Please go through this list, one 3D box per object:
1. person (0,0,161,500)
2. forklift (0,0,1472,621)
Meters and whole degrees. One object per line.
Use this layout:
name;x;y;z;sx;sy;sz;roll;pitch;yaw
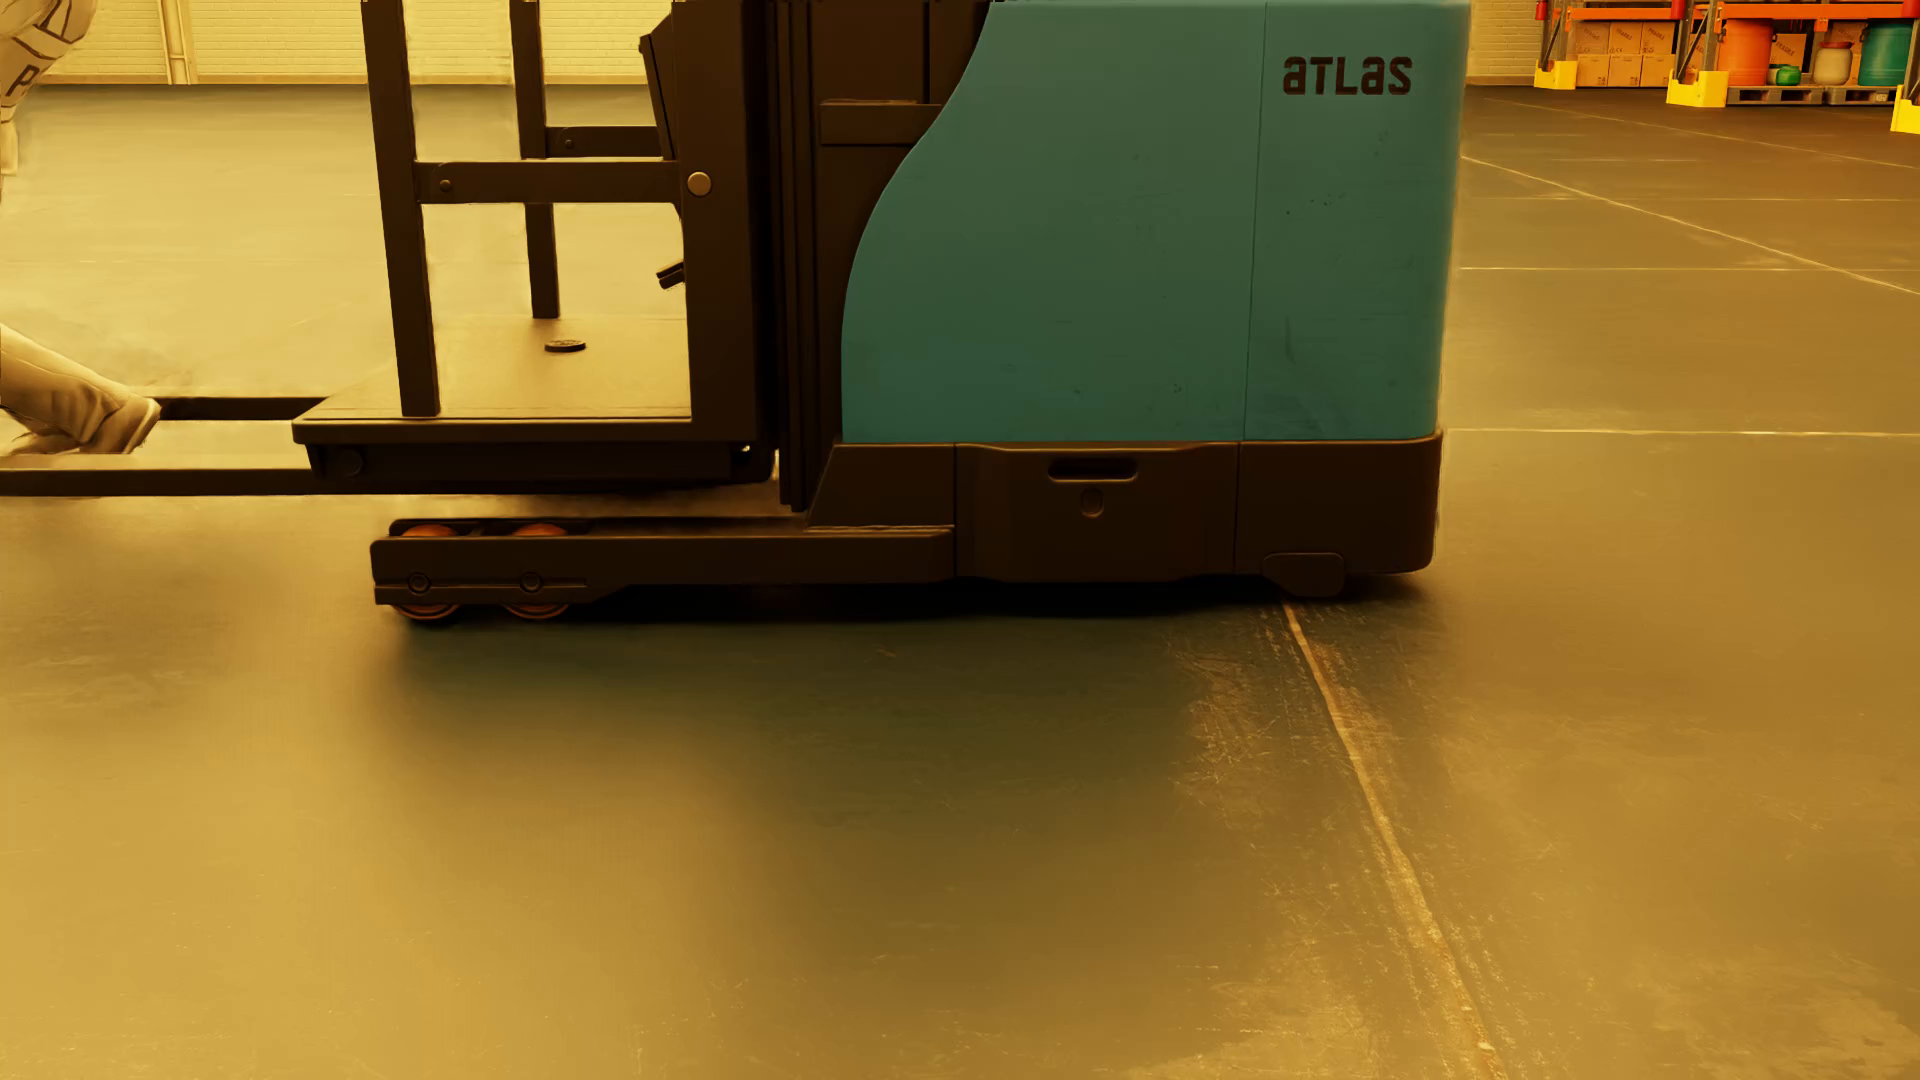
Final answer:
person;-2.083;-0.898;3.605;0.695;1.543;0.993;-9;19;-27
forklift;-0.665;-1.417;2.993;3.031;2.935;1.130;0;17;-1
